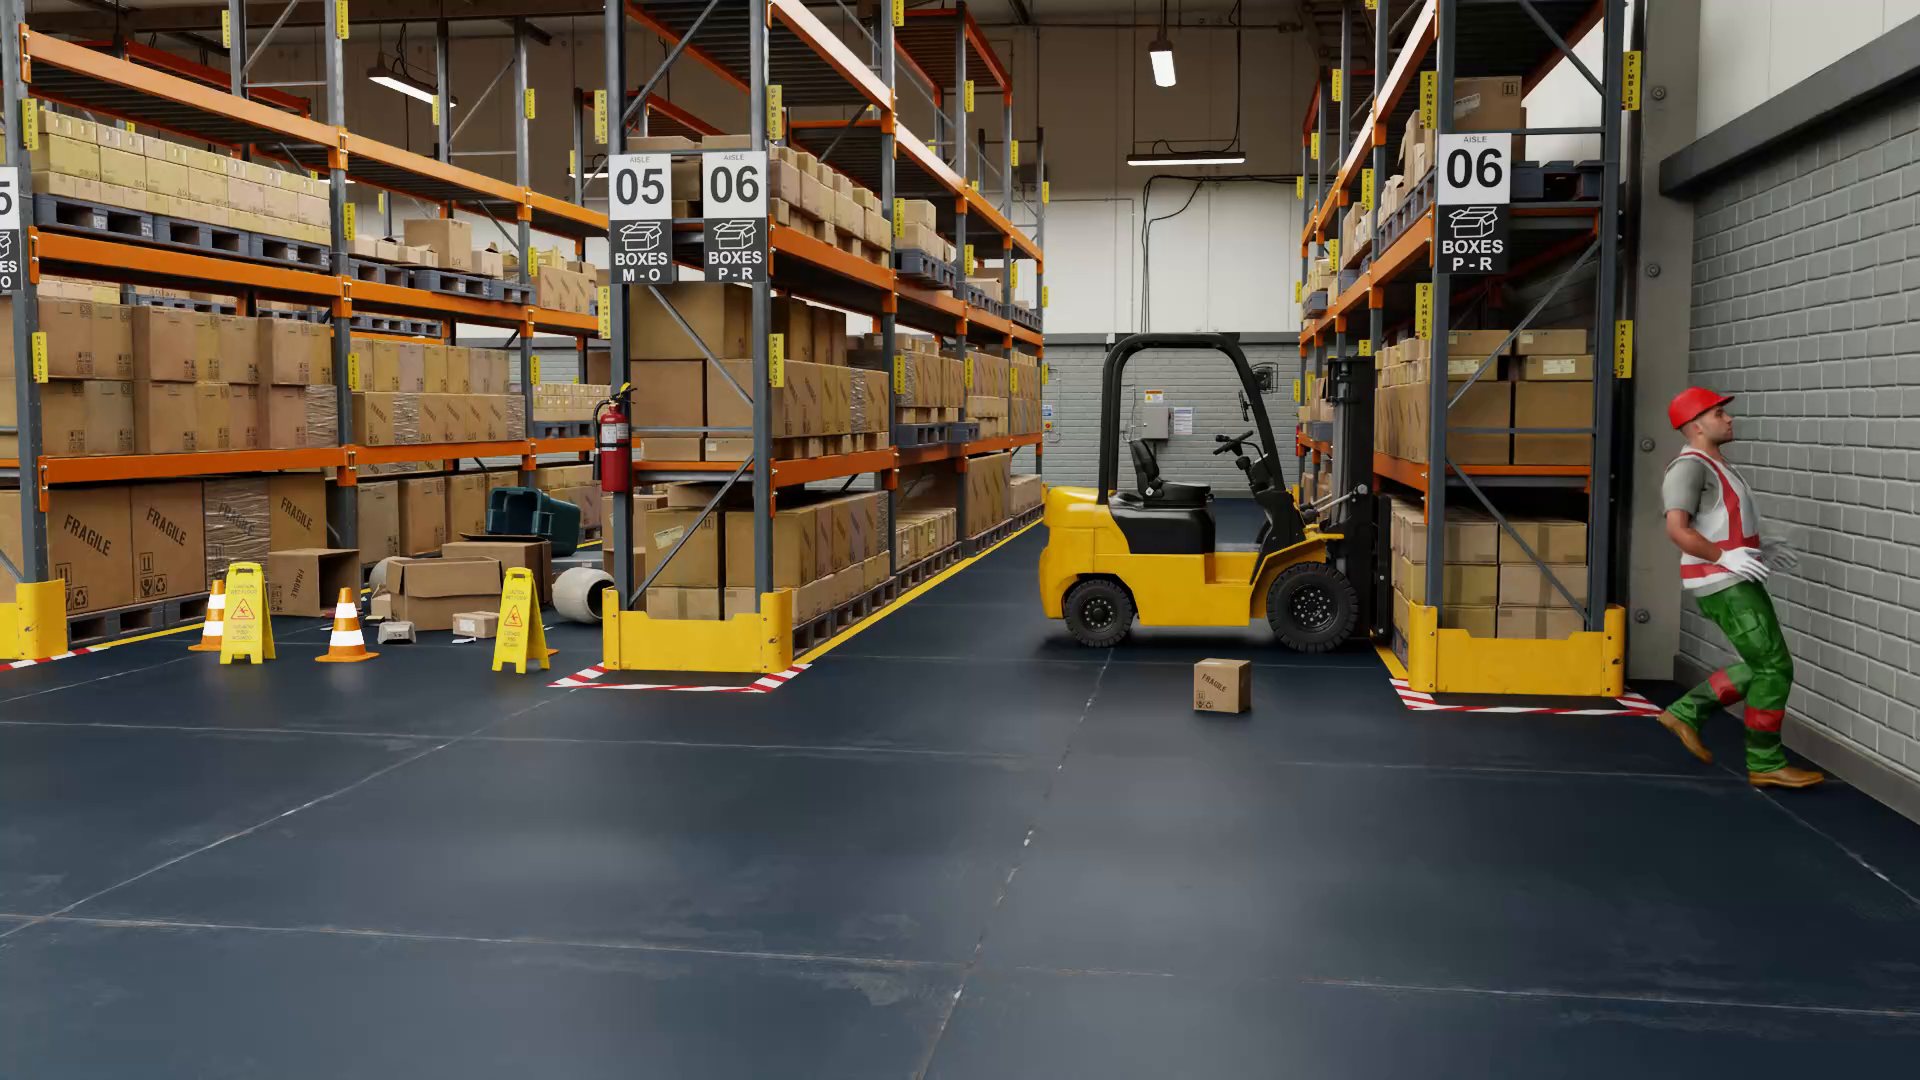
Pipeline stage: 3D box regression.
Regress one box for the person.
[{"bbox_3d":[3.399,0.199,7.223,0.713,1.724,0.680,3,5,36],"label":"person"}]
